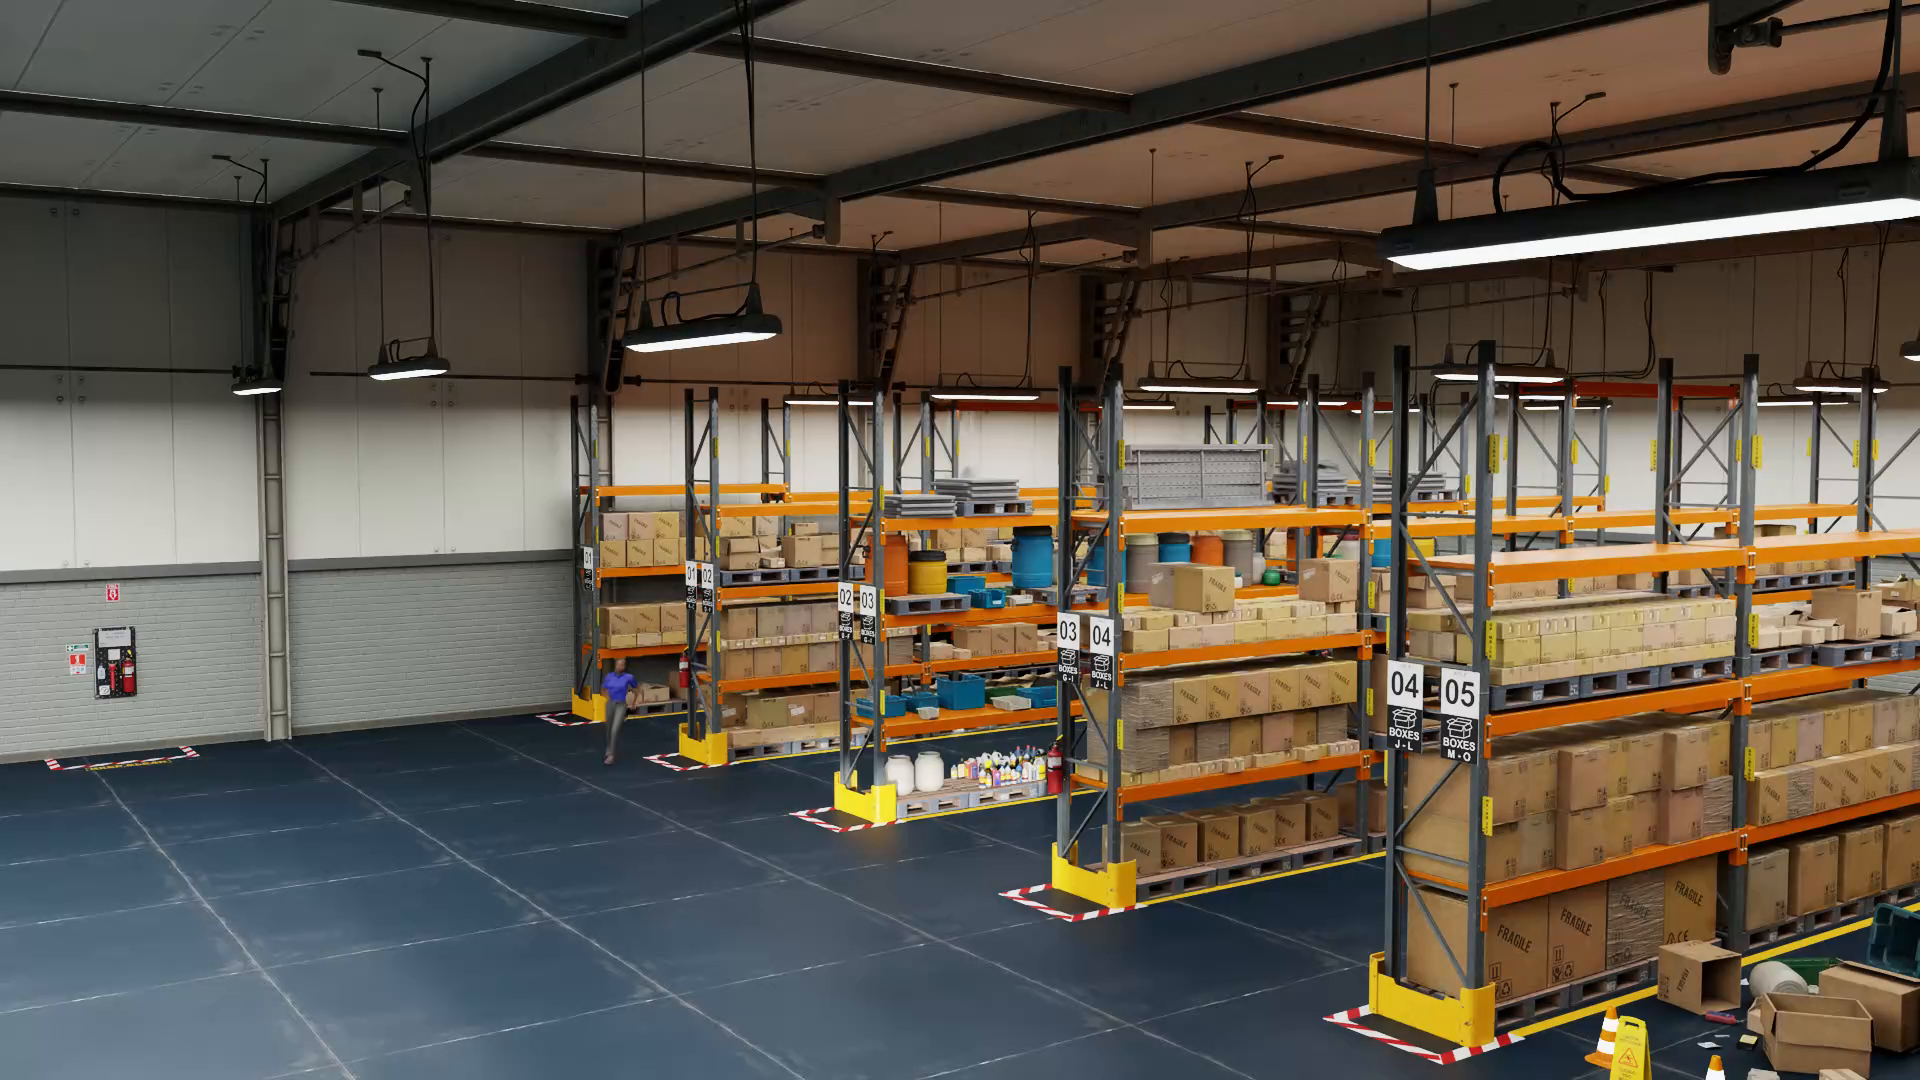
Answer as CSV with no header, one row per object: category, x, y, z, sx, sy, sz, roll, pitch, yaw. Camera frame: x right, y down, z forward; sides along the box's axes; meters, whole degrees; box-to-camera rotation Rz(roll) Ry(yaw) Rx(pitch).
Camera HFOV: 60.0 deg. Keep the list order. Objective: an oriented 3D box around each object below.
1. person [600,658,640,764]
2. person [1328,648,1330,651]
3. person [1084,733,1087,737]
person,-5.484,2.708,26.681,0.614,1.643,0.872,0,3,4
person,7.373,2.410,32.209,0.623,1.662,0.587,3,5,41
person,2.572,2.573,29.228,0.944,1.688,0.639,-3,5,-43
